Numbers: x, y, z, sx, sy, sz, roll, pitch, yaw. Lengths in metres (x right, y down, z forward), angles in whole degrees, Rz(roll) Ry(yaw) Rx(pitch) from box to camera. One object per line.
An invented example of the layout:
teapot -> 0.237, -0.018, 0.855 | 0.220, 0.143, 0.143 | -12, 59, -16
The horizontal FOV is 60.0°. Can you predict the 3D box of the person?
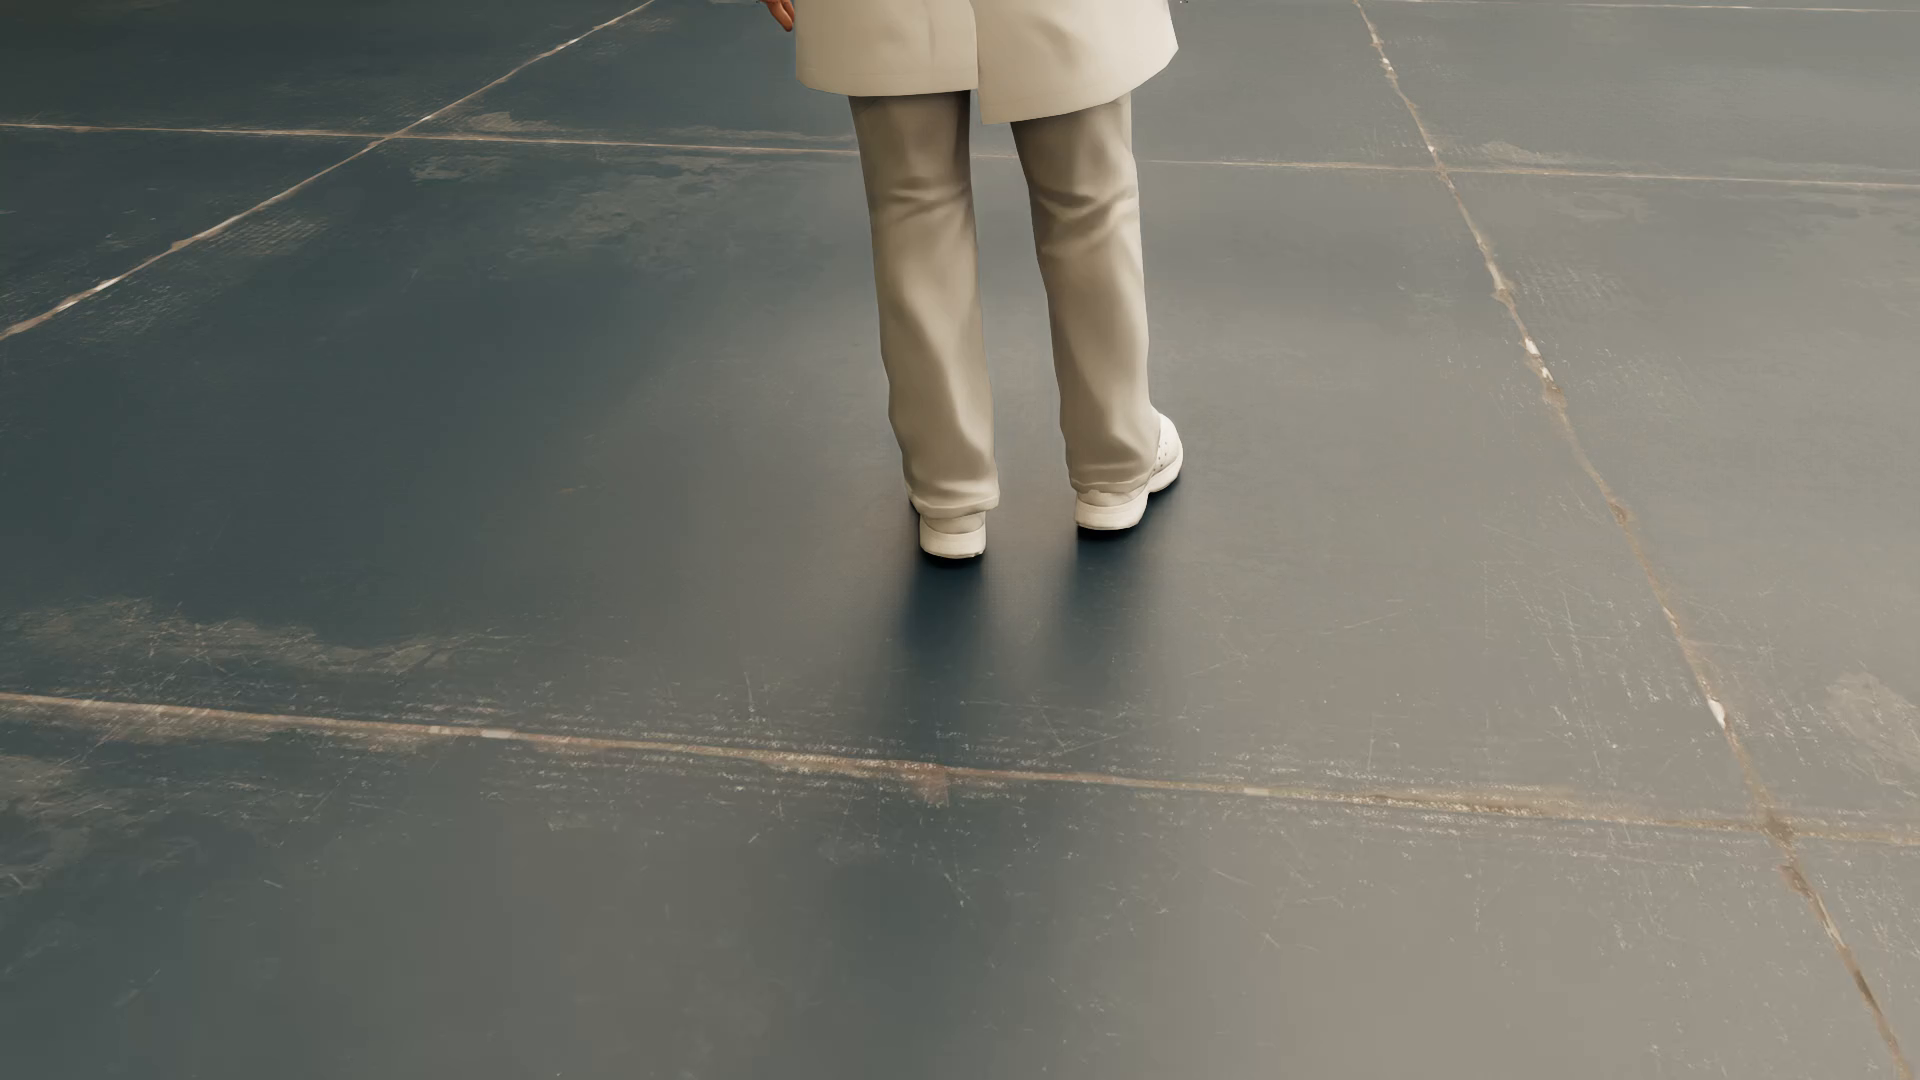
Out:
person -> 0.017, -0.842, 2.179 | 0.696, 1.776, 0.581 | 3, 27, 7
